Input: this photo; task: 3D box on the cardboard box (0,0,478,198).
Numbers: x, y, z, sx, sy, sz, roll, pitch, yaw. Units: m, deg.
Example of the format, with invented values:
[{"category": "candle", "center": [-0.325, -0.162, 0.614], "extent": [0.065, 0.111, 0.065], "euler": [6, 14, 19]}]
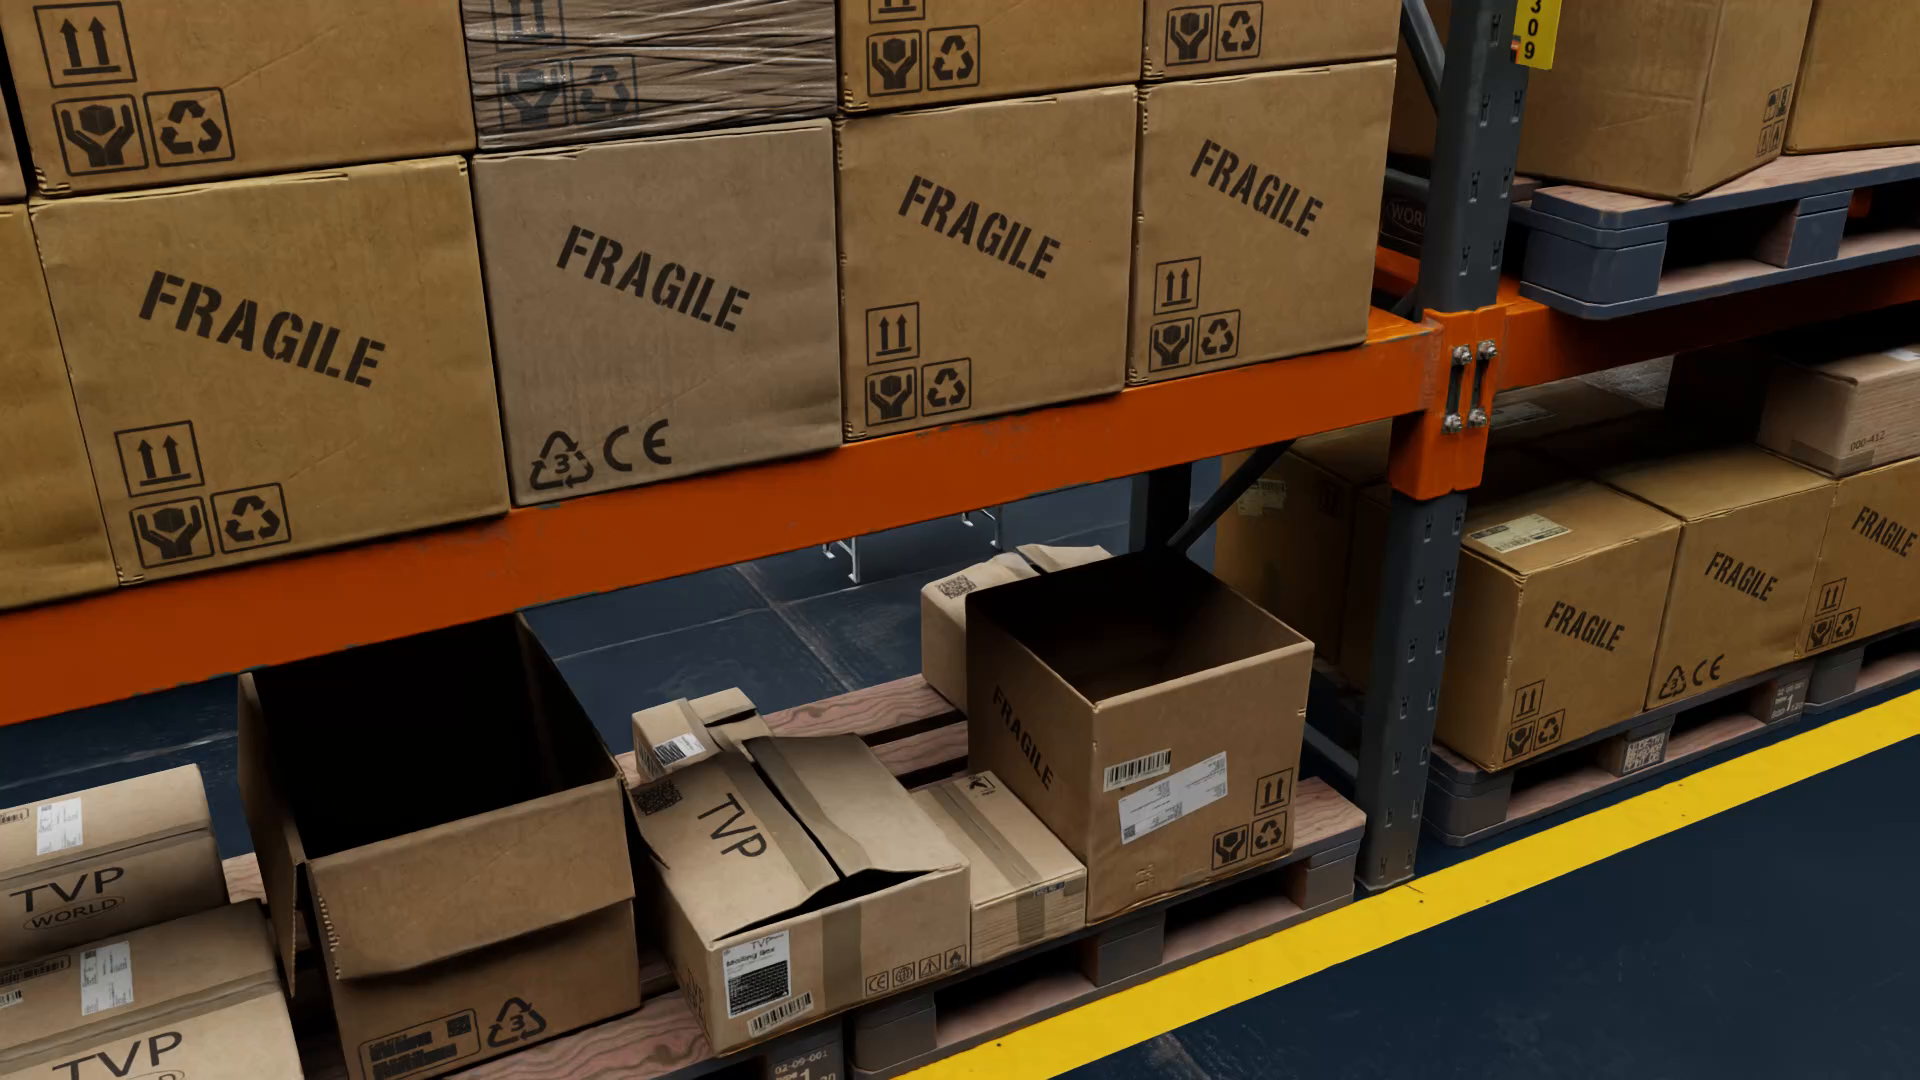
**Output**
[{"category": "cardboard box", "center": [-0.950, -0.761, 2.099], "extent": [0.500, 0.500, 0.500], "euler": [-13, 29, -26]}]

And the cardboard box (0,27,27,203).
[{"category": "cardboard box", "center": [-1.397, -0.657, 1.883], "extent": [0.500, 0.500, 0.500], "euler": [-13, 28, -24]}]

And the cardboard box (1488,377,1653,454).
[{"category": "cardboard box", "center": [1.456, -0.156, 4.489], "extent": [0.500, 0.500, 0.500], "euler": [-13, 29, -25]}]

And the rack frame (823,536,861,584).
[{"category": "rack frame", "center": [-0.361, -0.457, 4.817], "extent": [0.015, 1.200, 0.240], "euler": [-13, 29, -25]}]

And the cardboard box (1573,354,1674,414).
[{"category": "cardboard box", "center": [1.898, -0.258, 4.701], "extent": [0.500, 0.500, 0.500], "euler": [-13, 28, -24]}]

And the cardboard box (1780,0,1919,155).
[{"category": "cardboard box", "center": [1.815, -1.187, 3.656], "extent": [0.500, 0.500, 0.700], "euler": [-8, 27, -17]}]

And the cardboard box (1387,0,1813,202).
[{"category": "cardboard box", "center": [1.238, -1.023, 3.313], "extent": [0.700, 0.500, 0.500], "euler": [22, 33, 37]}]

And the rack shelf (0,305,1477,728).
[{"category": "rack shelf", "center": [-1.050, -0.045, 2.710], "extent": [4.000, 0.370, 1.077], "euler": [-13, 29, -25]}]

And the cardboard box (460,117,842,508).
[{"category": "cardboard box", "center": [-0.512, -0.411, 2.526], "extent": [0.500, 0.500, 0.500], "euler": [-12, 28, -24]}]

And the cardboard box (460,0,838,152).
[{"category": "cardboard box", "center": [-0.505, -0.863, 2.311], "extent": [0.500, 0.500, 0.500], "euler": [-13, 28, -25]}]

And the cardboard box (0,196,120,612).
[{"category": "cardboard box", "center": [-1.402, -0.205, 2.097], "extent": [0.500, 0.500, 0.500], "euler": [-13, 29, -25]}]

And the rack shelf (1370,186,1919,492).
[{"category": "rack shelf", "center": [2.480, -0.860, 4.407], "extent": [4.000, 0.370, 1.077], "euler": [-13, 29, -25]}]

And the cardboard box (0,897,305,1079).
[{"category": "cardboard box", "center": [-1.319, 0.873, 2.635], "extent": [0.500, 0.250, 0.500], "euler": [-13, 29, -25]}]

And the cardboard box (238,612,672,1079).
[{"category": "cardboard box", "center": [-0.940, 0.535, 3.047], "extent": [0.637, 0.503, 0.797], "euler": [-13, 29, -25]}]

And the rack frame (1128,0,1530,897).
[{"category": "rack frame", "center": [0.715, -0.777, 3.403], "extent": [0.127, 3.000, 1.000], "euler": [-13, 29, -25]}]

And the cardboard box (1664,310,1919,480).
[{"category": "cardboard box", "center": [2.139, -0.396, 4.122], "extent": [0.500, 0.250, 0.500], "euler": [-13, 29, -25]}]

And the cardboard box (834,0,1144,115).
[{"category": "cardboard box", "center": [-0.060, -0.966, 2.525], "extent": [0.500, 0.500, 0.500], "euler": [-14, 29, -26]}]

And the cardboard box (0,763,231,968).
[{"category": "cardboard box", "center": [-1.598, 0.692, 3.012], "extent": [0.500, 0.250, 0.500], "euler": [-13, 29, -25]}]

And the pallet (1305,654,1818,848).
[{"category": "pallet", "center": [1.415, 0.300, 4.382], "extent": [1.213, 0.211, 1.003], "euler": [-13, 29, -25]}]

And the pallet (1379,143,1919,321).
[{"category": "pallet", "center": [1.471, -0.812, 3.697], "extent": [1.213, 0.211, 1.003], "euler": [-13, 29, -25]}]

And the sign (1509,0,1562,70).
[{"category": "sign", "center": [0.977, -0.962, 2.787], "extent": [0.005, 0.325, 0.100], "euler": [-13, 29, -25]}]

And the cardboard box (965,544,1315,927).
[{"category": "cardboard box", "center": [0.346, 0.376, 3.381], "extent": [0.500, 0.500, 0.500], "euler": [-13, 29, -25]}]

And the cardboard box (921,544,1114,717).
[{"category": "cardboard box", "center": [0.243, 0.240, 3.884], "extent": [0.500, 0.311, 0.500], "euler": [-13, 29, -25]}]

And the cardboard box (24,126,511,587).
[{"category": "cardboard box", "center": [-0.960, -0.307, 2.307], "extent": [0.500, 0.500, 0.500], "euler": [-13, 28, -24]}]

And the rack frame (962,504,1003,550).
[{"category": "rack frame", "center": [0.069, -0.557, 5.024], "extent": [0.015, 1.200, 0.240], "euler": [-13, 29, -25]}]

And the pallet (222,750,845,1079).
[{"category": "pallet", "center": [-0.969, 0.870, 3.195], "extent": [1.213, 0.211, 1.003], "euler": [-13, 29, -25]}]

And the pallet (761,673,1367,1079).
[{"category": "pallet", "center": [0.108, 0.620, 3.716], "extent": [1.213, 0.211, 1.003], "euler": [-13, 29, -25]}]

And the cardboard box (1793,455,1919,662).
[{"category": "cardboard box", "center": [2.166, -0.066, 4.301], "extent": [0.500, 0.500, 0.500], "euler": [-13, 28, -24]}]

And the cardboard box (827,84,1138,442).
[{"category": "cardboard box", "center": [-0.060, -0.517, 2.745], "extent": [0.500, 0.500, 0.500], "euler": [-12, 28, -24]}]

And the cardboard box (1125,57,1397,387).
[{"category": "cardboard box", "center": [0.395, -0.622, 2.965], "extent": [0.500, 0.500, 0.500], "euler": [-12, 28, -24]}]

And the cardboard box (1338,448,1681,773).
[{"category": "cardboard box", "center": [1.256, 0.146, 3.860], "extent": [0.500, 0.500, 0.500], "euler": [-14, 29, -27]}]

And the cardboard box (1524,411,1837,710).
[{"category": "cardboard box", "center": [1.722, 0.033, 4.095], "extent": [0.500, 0.500, 0.500], "euler": [-13, 28, -24]}]

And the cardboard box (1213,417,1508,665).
[{"category": "cardboard box", "center": [1.015, -0.059, 4.286], "extent": [0.500, 0.500, 0.500], "euler": [-13, 29, -25]}]

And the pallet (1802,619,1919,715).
[{"category": "pallet", "center": [2.493, 0.050, 4.903], "extent": [1.213, 0.211, 1.003], "euler": [-13, 29, -25]}]

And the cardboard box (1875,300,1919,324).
[{"category": "cardboard box", "center": [2.581, -0.498, 4.335], "extent": [0.500, 0.250, 0.500], "euler": [-14, 29, -26]}]

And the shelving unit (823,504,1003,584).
[{"category": "shelving unit", "center": [-0.146, -0.507, 4.920], "extent": [0.503, 1.200, 0.258], "euler": [-13, 29, -25]}]

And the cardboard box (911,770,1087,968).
[{"category": "cardboard box", "center": [0.043, 0.633, 3.251], "extent": [0.250, 0.149, 0.380], "euler": [-13, 29, -25]}]

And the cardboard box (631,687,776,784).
[{"category": "cardboard box", "center": [-0.516, 0.485, 3.540], "extent": [0.250, 0.166, 0.380], "euler": [-13, 29, -25]}]

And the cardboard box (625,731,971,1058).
[{"category": "cardboard box", "center": [-0.316, 0.614, 3.104], "extent": [0.500, 0.311, 0.500], "euler": [-13, 29, -25]}]

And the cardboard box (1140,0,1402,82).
[{"category": "cardboard box", "center": [0.391, -1.071, 2.744], "extent": [0.500, 0.500, 0.500], "euler": [-13, 28, -25]}]
